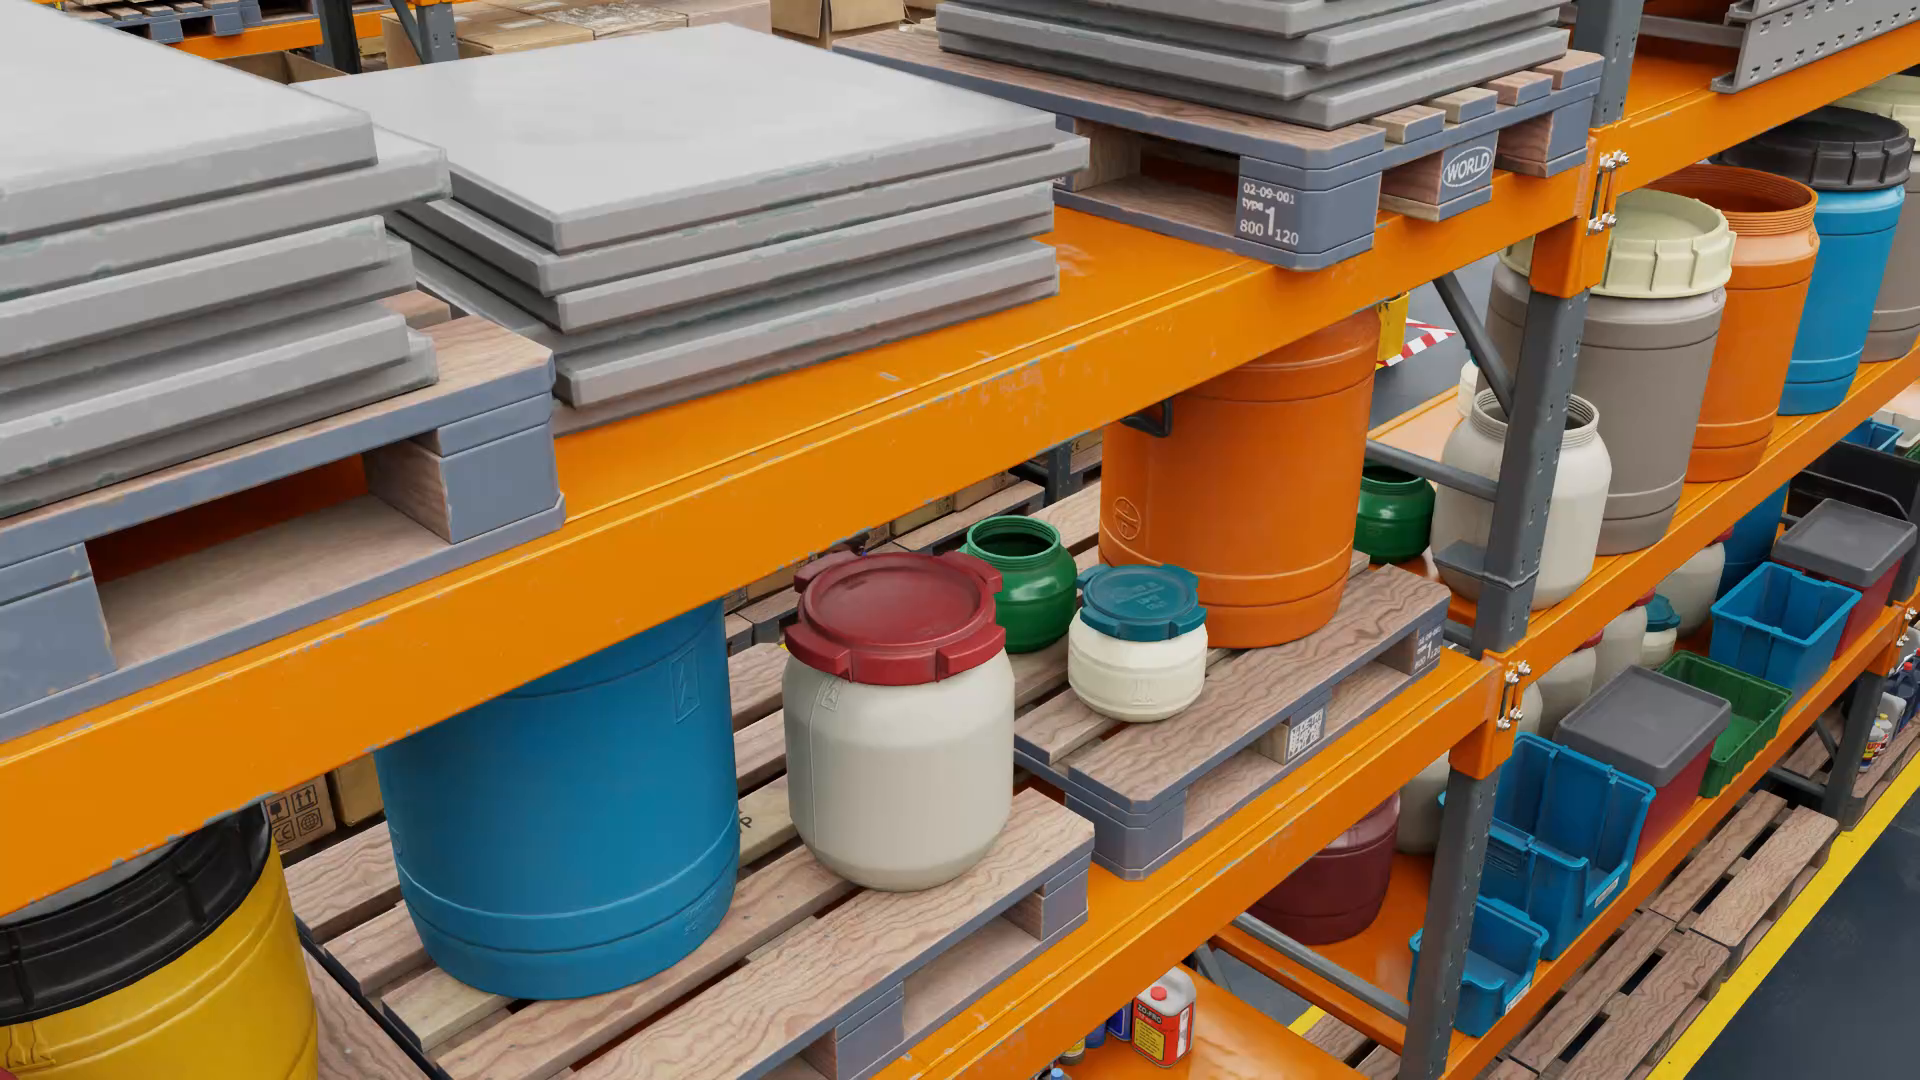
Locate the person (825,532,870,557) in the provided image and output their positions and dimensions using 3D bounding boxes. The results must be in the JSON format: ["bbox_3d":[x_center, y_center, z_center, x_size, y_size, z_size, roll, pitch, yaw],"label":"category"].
[{"bbox_3d":[-0.481,0.575,7.766,0.500,1.570,0.351,22,35,36],"label":"person"}]
